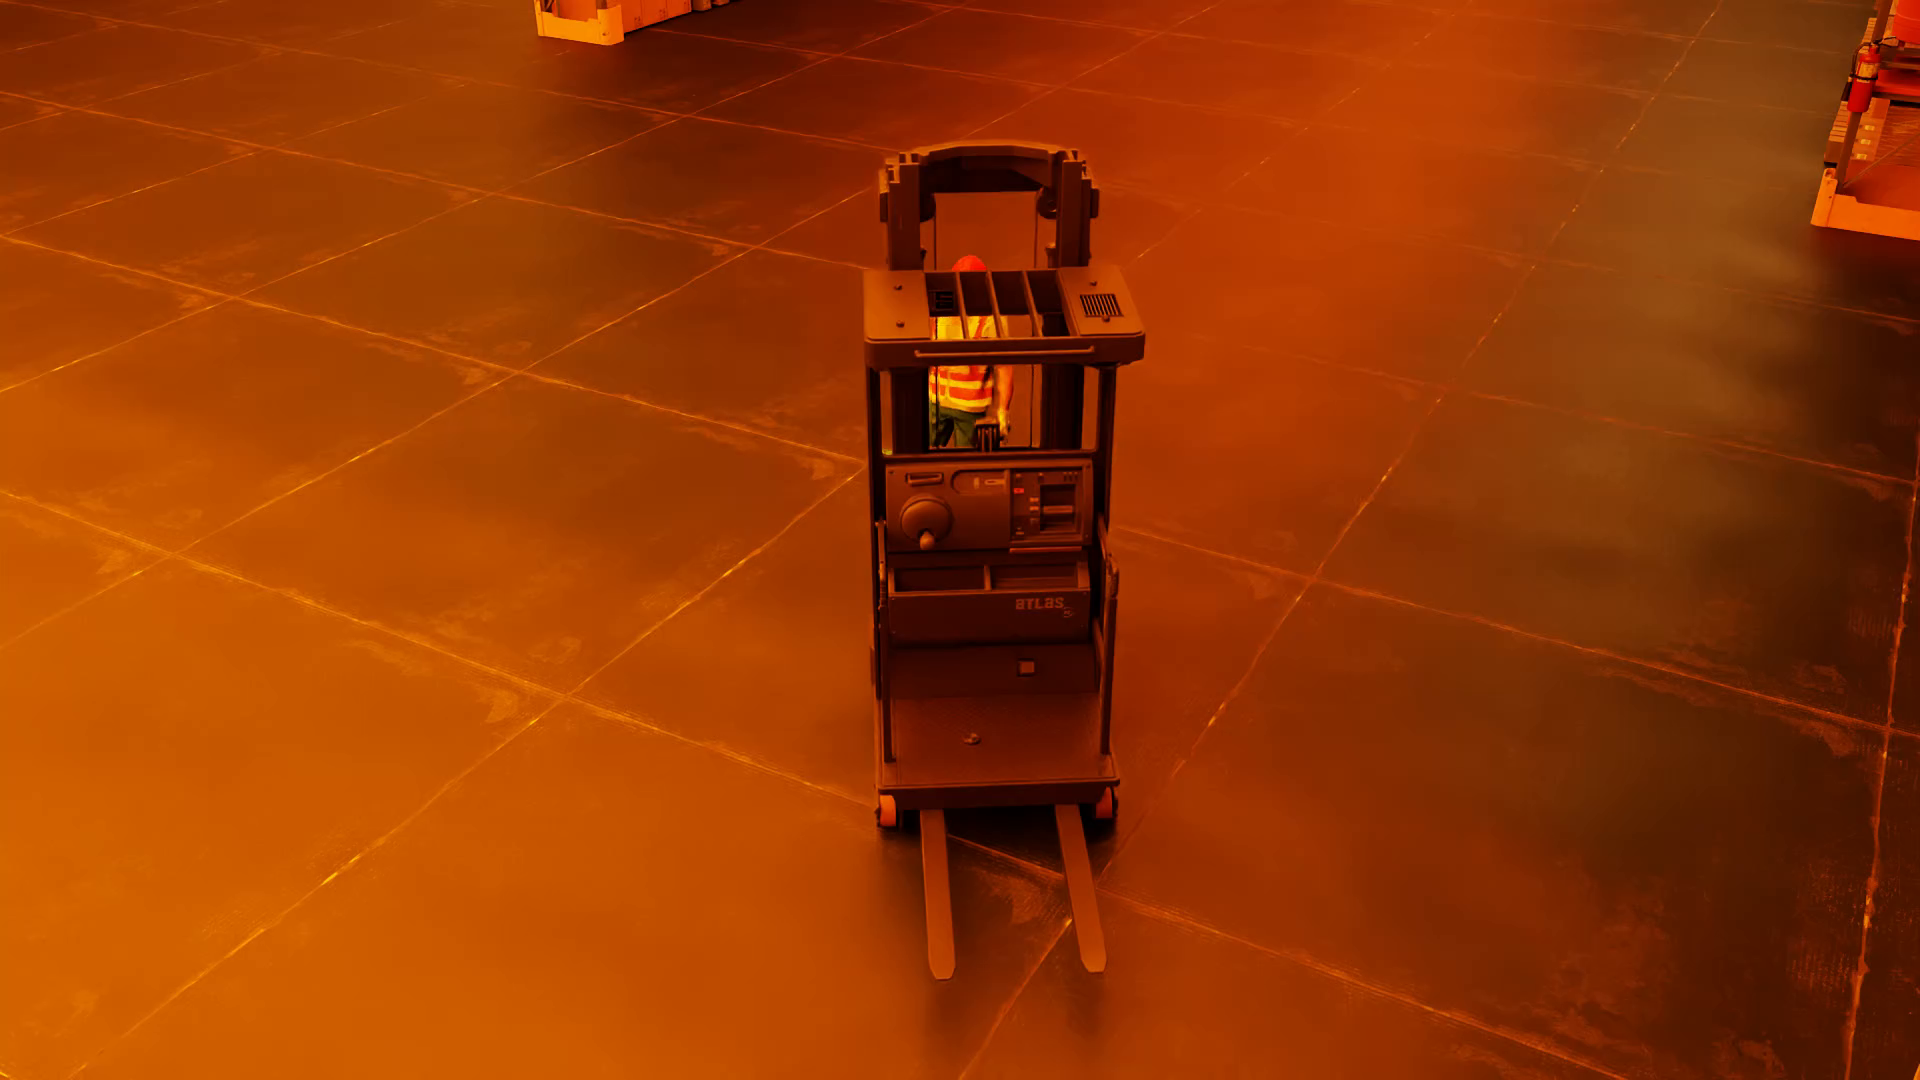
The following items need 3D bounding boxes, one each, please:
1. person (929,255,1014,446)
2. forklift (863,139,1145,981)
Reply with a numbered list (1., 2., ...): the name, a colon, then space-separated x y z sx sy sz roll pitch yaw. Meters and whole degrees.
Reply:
1. person: -0.038 -0.741 9.490 0.668 1.789 0.560 15 33 24
2. forklift: 0.149 -0.108 7.258 1.130 2.935 3.031 -2 30 -3
